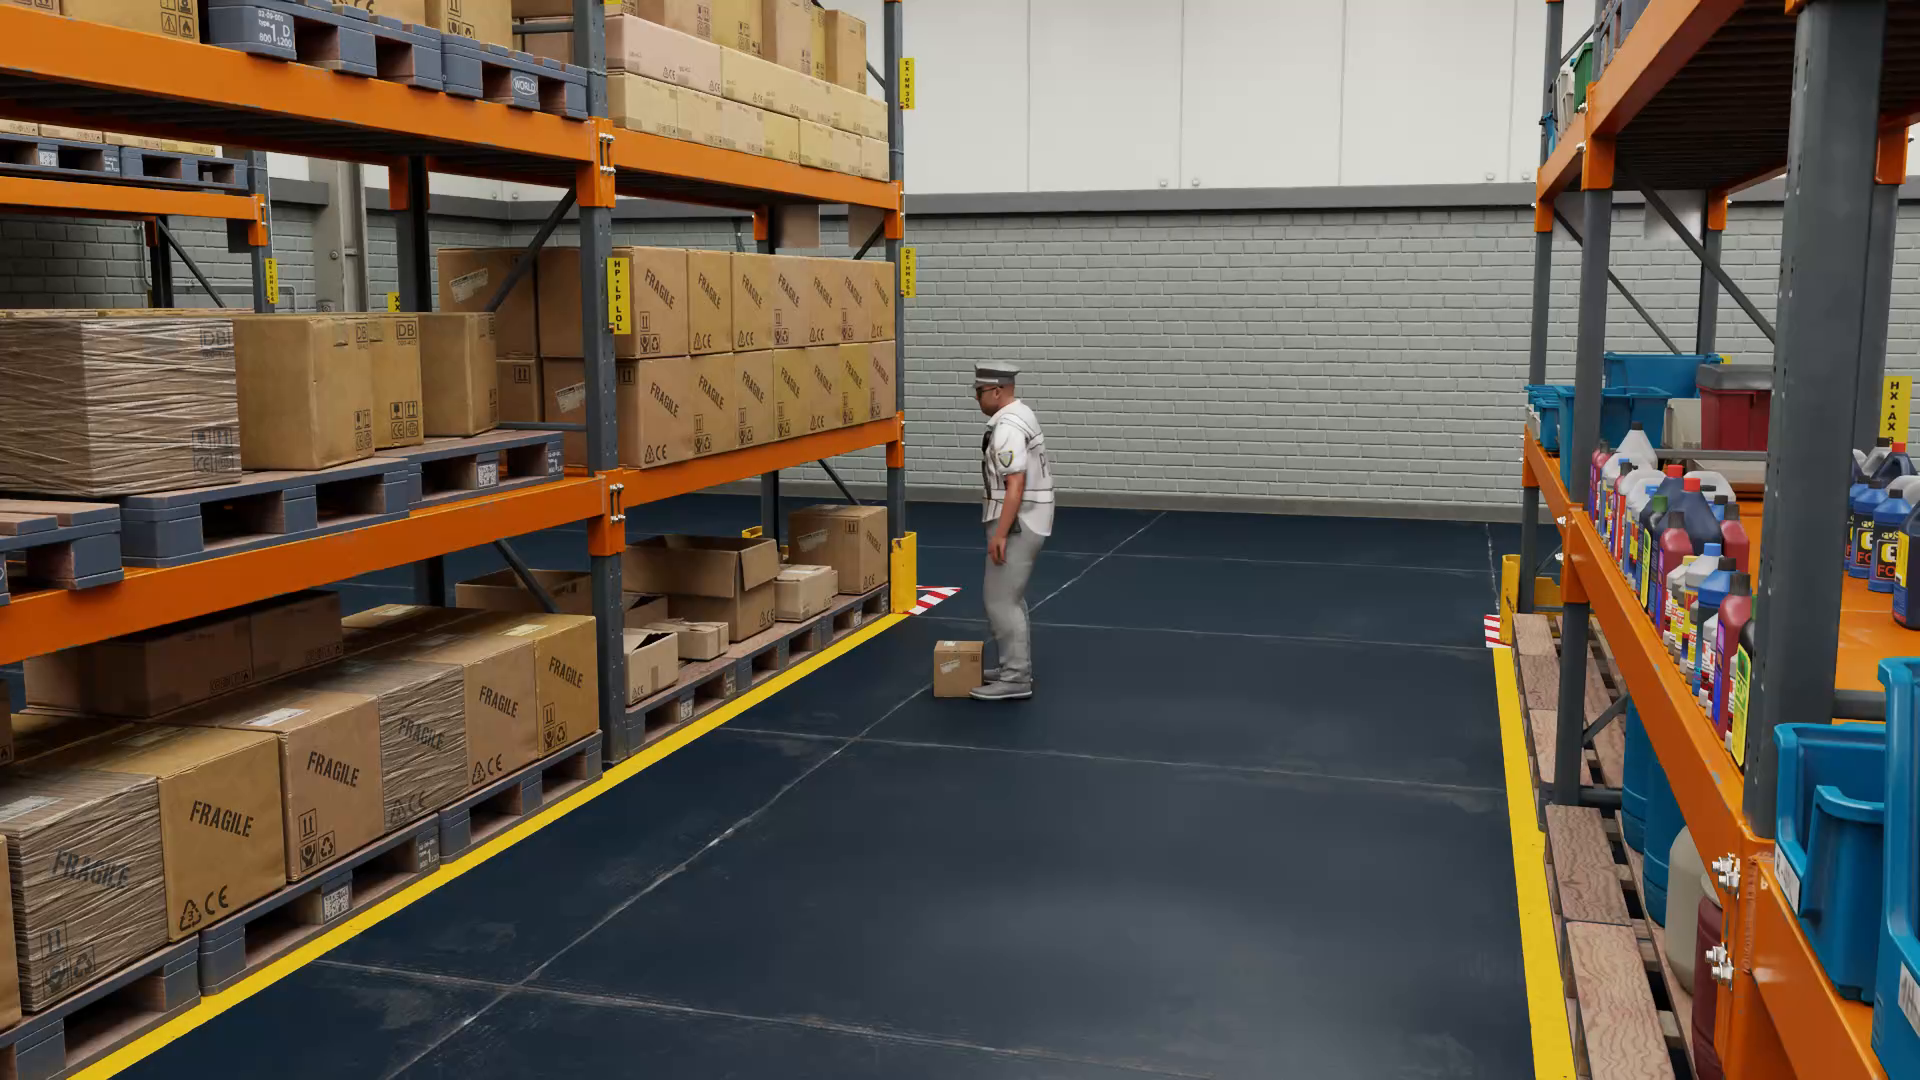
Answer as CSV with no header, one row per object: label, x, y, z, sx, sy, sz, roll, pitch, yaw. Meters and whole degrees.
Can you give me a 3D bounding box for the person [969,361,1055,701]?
person,0.271,-0.057,8.698,0.439,1.747,0.585,1,8,6
